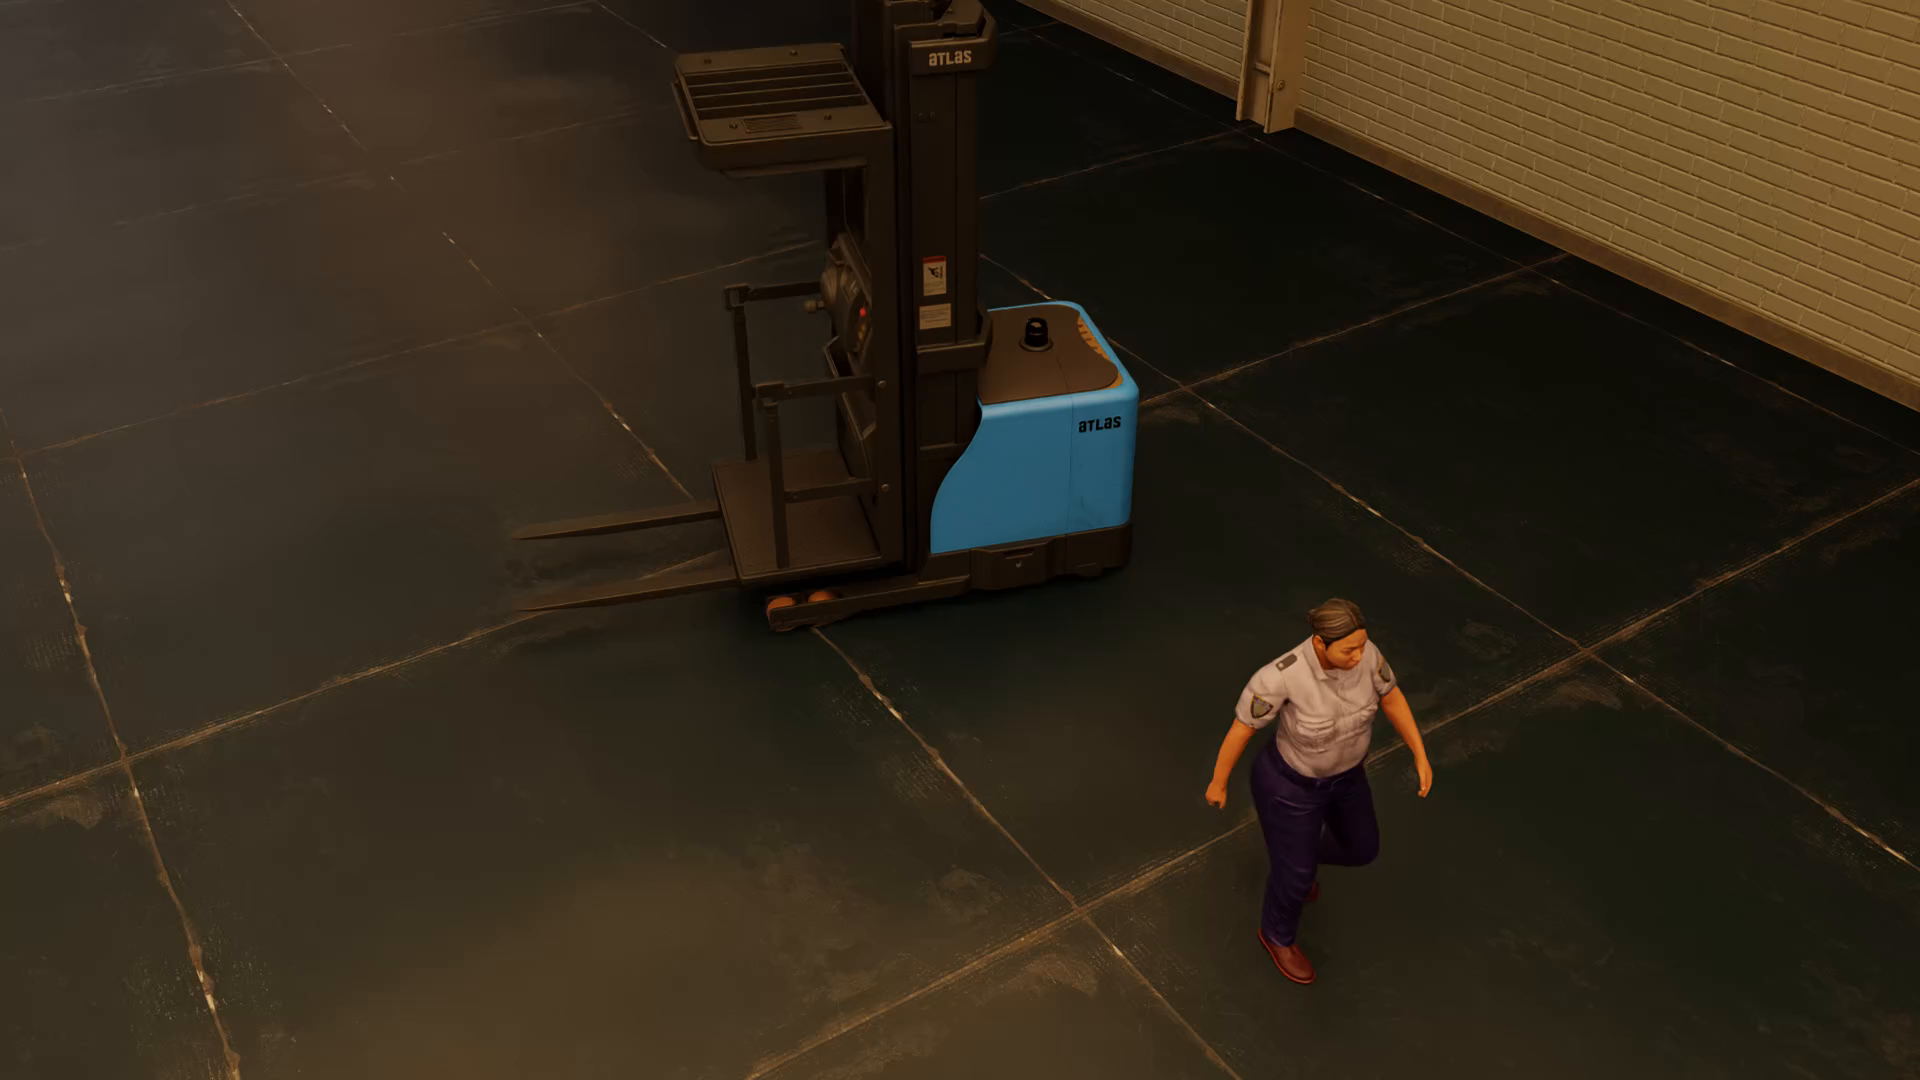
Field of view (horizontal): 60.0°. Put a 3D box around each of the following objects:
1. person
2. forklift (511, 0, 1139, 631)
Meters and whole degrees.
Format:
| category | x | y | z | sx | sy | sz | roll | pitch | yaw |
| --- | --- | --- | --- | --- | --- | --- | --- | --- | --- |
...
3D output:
| category | x | y | z | sx | sy | sz | roll | pitch | yaw |
| --- | --- | --- | --- | --- | --- | --- | --- | --- | --- |
| person | 1.273 | 0.862 | 6.059 | 0.719 | 1.633 | 0.564 | -18 | 39 | -23 |
| forklift | -0.708 | -1.093 | 7.703 | 3.031 | 2.935 | 1.130 | -9 | 36 | -12 |
